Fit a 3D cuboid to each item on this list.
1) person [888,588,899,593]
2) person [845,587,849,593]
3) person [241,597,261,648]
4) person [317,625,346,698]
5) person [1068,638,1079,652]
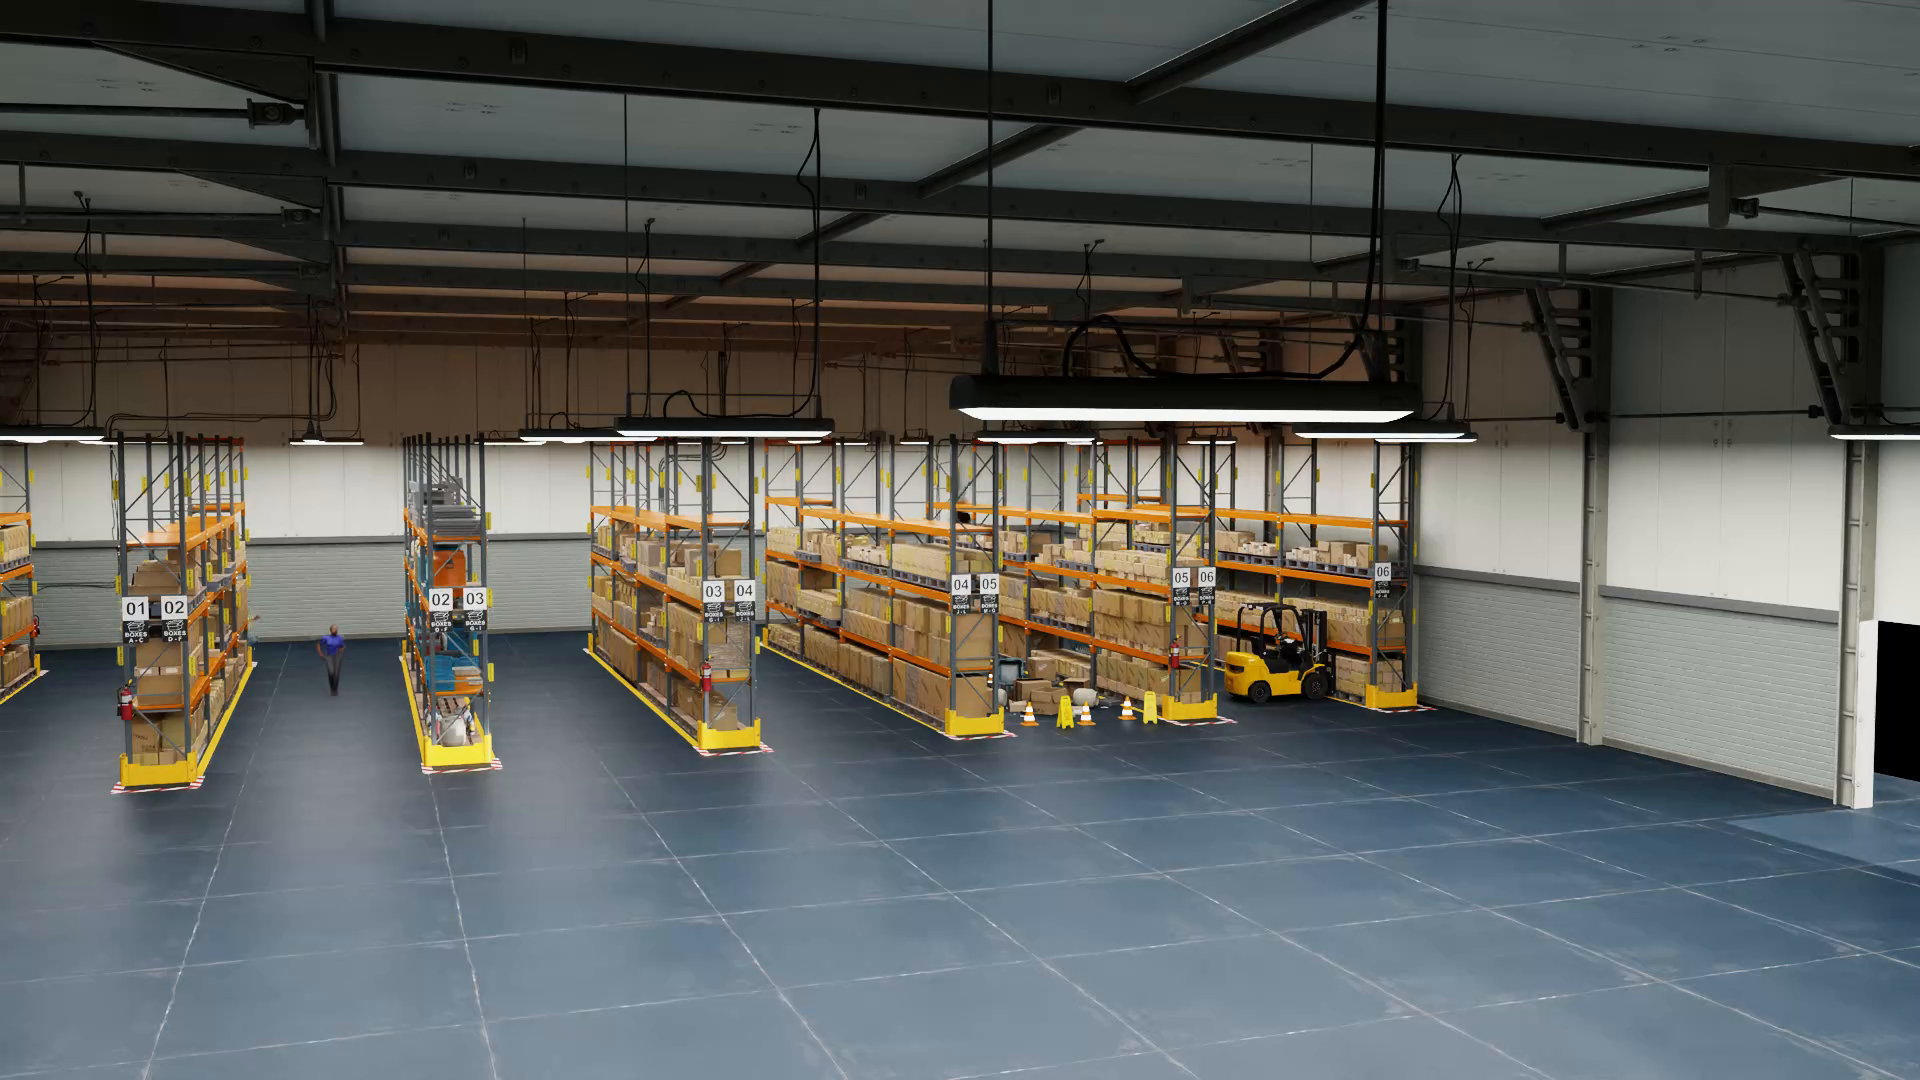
[{"bbox_3d":[-2.089,1.978,52.548,0.750,1.725,0.533,-3,4,-42],"label":"person"},{"bbox_3d":[-3.361,2.217,48.129,0.621,1.721,0.856,-1,3,-18],"label":"person"},{"bbox_3d":[-19.070,2.402,44.438,0.700,1.794,0.698,0,3,-3],"label":"person"},{"bbox_3d":[-14.462,2.797,38.352,0.581,1.688,0.738,-2,4,-33],"label":"person"},{"bbox_3d":[3.043,2.442,45.225,0.573,1.567,0.476,-2,4,-30],"label":"person"}]
